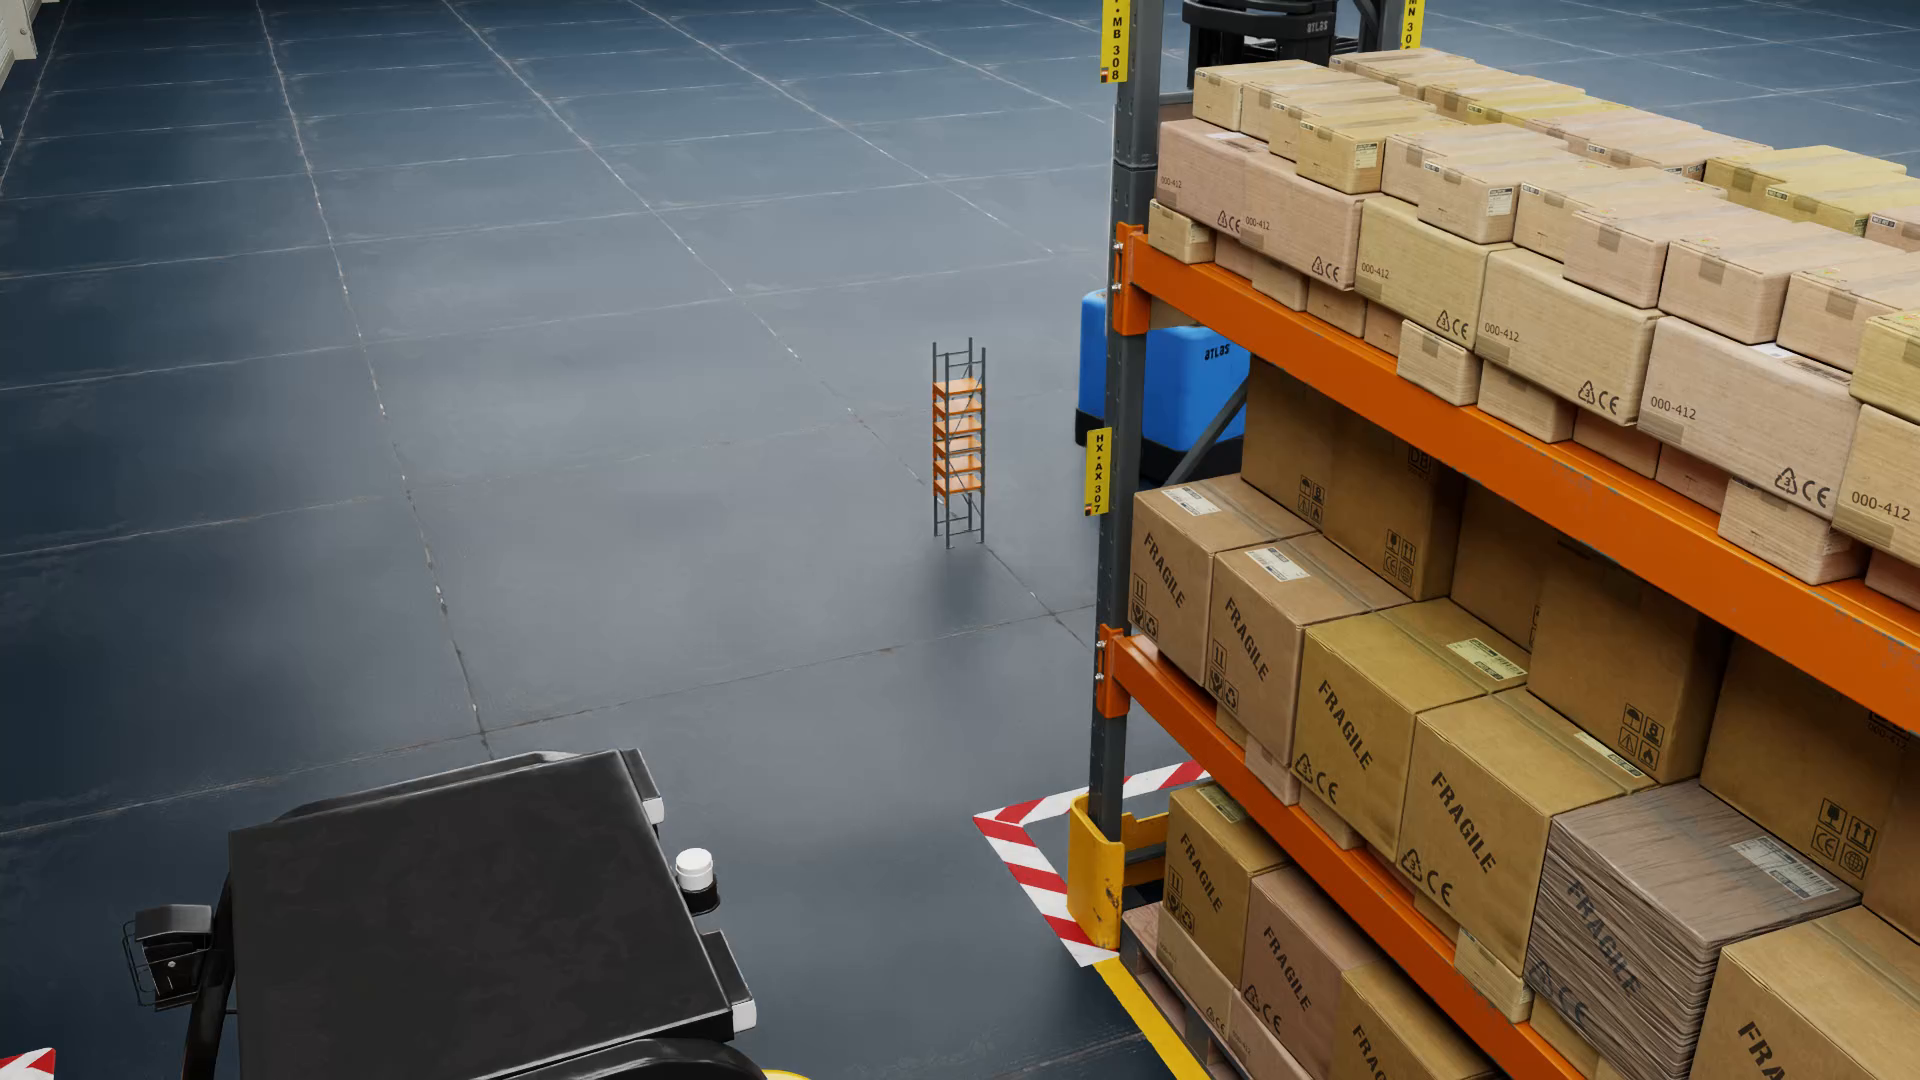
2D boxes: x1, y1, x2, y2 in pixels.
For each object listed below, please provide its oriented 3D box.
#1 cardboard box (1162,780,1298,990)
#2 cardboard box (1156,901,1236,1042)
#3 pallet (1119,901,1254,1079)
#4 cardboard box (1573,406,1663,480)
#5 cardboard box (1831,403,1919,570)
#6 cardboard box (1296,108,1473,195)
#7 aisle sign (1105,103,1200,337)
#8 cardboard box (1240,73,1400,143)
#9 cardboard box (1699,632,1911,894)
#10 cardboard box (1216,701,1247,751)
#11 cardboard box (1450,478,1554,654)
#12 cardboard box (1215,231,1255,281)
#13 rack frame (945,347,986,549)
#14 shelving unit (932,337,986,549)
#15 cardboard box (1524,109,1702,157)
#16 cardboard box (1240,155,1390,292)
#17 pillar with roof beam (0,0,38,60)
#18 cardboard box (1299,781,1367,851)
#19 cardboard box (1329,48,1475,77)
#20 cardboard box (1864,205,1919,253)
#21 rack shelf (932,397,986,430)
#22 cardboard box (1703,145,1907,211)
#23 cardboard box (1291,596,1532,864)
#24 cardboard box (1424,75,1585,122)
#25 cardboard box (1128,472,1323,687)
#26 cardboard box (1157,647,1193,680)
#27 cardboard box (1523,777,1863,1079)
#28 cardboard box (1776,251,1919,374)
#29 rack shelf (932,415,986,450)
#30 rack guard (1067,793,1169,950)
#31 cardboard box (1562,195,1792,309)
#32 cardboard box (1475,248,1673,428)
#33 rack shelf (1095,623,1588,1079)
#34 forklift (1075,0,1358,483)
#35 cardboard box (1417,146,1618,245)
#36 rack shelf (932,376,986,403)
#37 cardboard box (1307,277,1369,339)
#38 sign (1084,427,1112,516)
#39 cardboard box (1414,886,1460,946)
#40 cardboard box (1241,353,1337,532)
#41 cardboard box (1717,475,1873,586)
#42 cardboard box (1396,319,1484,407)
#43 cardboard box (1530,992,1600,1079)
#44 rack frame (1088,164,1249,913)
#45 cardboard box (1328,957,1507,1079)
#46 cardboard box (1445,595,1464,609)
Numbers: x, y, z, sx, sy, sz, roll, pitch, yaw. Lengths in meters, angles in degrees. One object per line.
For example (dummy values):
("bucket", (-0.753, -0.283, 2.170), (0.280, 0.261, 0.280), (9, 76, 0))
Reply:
("cardboard box", (1.058, 1.150, 5.777), (0.500, 0.500, 0.500), (-12, 28, -22))
("cardboard box", (1.048, 1.477, 5.961), (0.500, 0.250, 0.500), (-11, 28, -21))
("pallet", (1.302, 1.675, 6.079), (1.003, 0.211, 1.213), (-11, 28, -21))
("cardboard box", (1.631, -0.278, 3.769), (0.380, 0.149, 0.250), (-11, 28, -21))
("cardboard box", (1.933, -0.078, 2.904), (0.500, 0.250, 0.500), (-11, 28, -21))
("cardboard box", (1.122, -1.033, 4.405), (0.380, 0.149, 0.250), (-11, 28, -21))
("aisle sign", (0.677, -1.083, 5.585), (0.394, 0.787, 0.004), (-11, 28, -21))
("cardboard box", (1.051, -1.258, 4.867), (0.380, 0.149, 0.250), (-11, 28, -21))
("cardboard box", (2.228, 0.412, 3.895), (0.700, 0.500, 0.500), (-11, 28, -22))
("cardboard box", (1.070, 0.563, 5.463), (0.380, 0.149, 0.250), (-12, 28, -22))
("cardboard box", (1.873, -0.008, 4.755), (0.700, 0.500, 0.500), (-11, 28, -21))
("cardboard box", (1.003, -0.897, 5.037), (0.380, 0.149, 0.250), (-12, 28, -22))
("rack frame", (0.030, -0.508, 9.423), (0.240, 1.200, 0.006), (-11, 28, -21))
("shelving unit", (-0.006, -0.545, 9.499), (0.258, 1.200, 0.189), (-11, 28, -21))
("cardboard box", (1.714, -1.028, 4.396), (0.380, 0.149, 0.250), (-11, 28, -21))
("cardboard box", (1.126, -0.903, 4.594), (0.500, 0.250, 0.500), (-11, 28, -21))
("pillar with roof beam", (-9.574, -11.777, 23.614), (9.100, 9.000, 0.400), (-11, 28, -21))
("cardboard box", (1.259, 0.772, 5.035), (0.380, 0.149, 0.250), (-10, 28, -19))
("cardboard box", (1.391, -1.450, 5.260), (0.380, 0.149, 0.250), (-10, 28, -20))
("cardboard box", (2.169, -0.621, 3.561), (0.380, 0.149, 0.250), (-11, 28, -21))
("rack shelf", (-0.006, -0.721, 9.413), (0.258, 0.103, 0.180), (-11, 28, -21))
("cardboard box", (2.022, -0.837, 4.004), (0.380, 0.149, 0.250), (-10, 28, -19))
("cardboard box", (1.323, 0.532, 4.789), (0.500, 0.500, 0.500), (-11, 28, -22))
("cardboard box", (1.573, -1.240, 4.829), (0.380, 0.149, 0.250), (-11, 28, -21))
("cardboard box", (0.917, 0.118, 5.637), (0.500, 0.500, 0.500), (-11, 28, -21))
("cardboard box", (0.929, 0.343, 5.915), (0.380, 0.149, 0.250), (-10, 28, -20))
("cardboard box", (1.735, 0.942, 3.950), (0.500, 0.500, 0.500), (-10, 28, -19))
("cardboard box", (1.806, -0.430, 3.170), (0.380, 0.149, 0.250), (-11, 28, -22))
("rack shelf", (-0.006, -0.613, 9.466), (0.258, 0.103, 0.180), (-11, 28, -21))
("rack guard", (1.016, 1.211, 6.699), (1.175, 0.500, 0.348), (-11, 28, -21))
("cardboard box", (1.533, -0.621, 3.562), (0.380, 0.149, 0.250), (-10, 28, -20))
("cardboard box", (1.534, -0.489, 3.745), (0.500, 0.250, 0.500), (-10, 28, -20))
("rack shelf", (1.770, 1.188, 4.718), (1.077, 0.370, 4.000), (-11, 28, -21))
("forklift", (2.215, -2.148, 10.808), (3.031, 2.935, 1.130), (-20, 32, -35))
("cardboard box", (1.334, -0.830, 3.989), (0.380, 0.149, 0.250), (-10, 28, -19))
("rack shelf", (-0.006, -0.829, 9.360), (0.258, 0.103, 0.180), (-11, 28, -21))
("cardboard box", (1.194, -0.689, 4.609), (0.380, 0.149, 0.250), (-11, 28, -21))
("sign", (0.487, -0.238, 5.833), (0.100, 0.325, 0.005), (-11, 28, -21))
("cardboard box", (1.494, 0.980, 4.610), (0.380, 0.149, 0.250), (-11, 28, -22))
("cardboard box", (1.387, -0.402, 5.562), (0.700, 0.500, 0.500), (-11, 28, -22))
("cardboard box", (1.759, -0.056, 3.313), (0.380, 0.149, 0.250), (-10, 28, -19))
("cardboard box", (1.327, -0.467, 4.155), (0.380, 0.149, 0.250), (-10, 28, -20))
("cardboard box", (1.673, 1.190, 4.181), (0.380, 0.149, 0.250), (-11, 28, -22))
("rack frame", (0.986, 0.057, 6.214), (1.000, 3.000, 0.127), (-11, 28, -21))
("cardboard box", (1.455, 1.564, 4.928), (0.500, 0.500, 0.500), (-10, 28, -20))
("cardboard box", (1.644, 0.253, 5.359), (0.500, 0.500, 0.500), (-11, 28, -20))
